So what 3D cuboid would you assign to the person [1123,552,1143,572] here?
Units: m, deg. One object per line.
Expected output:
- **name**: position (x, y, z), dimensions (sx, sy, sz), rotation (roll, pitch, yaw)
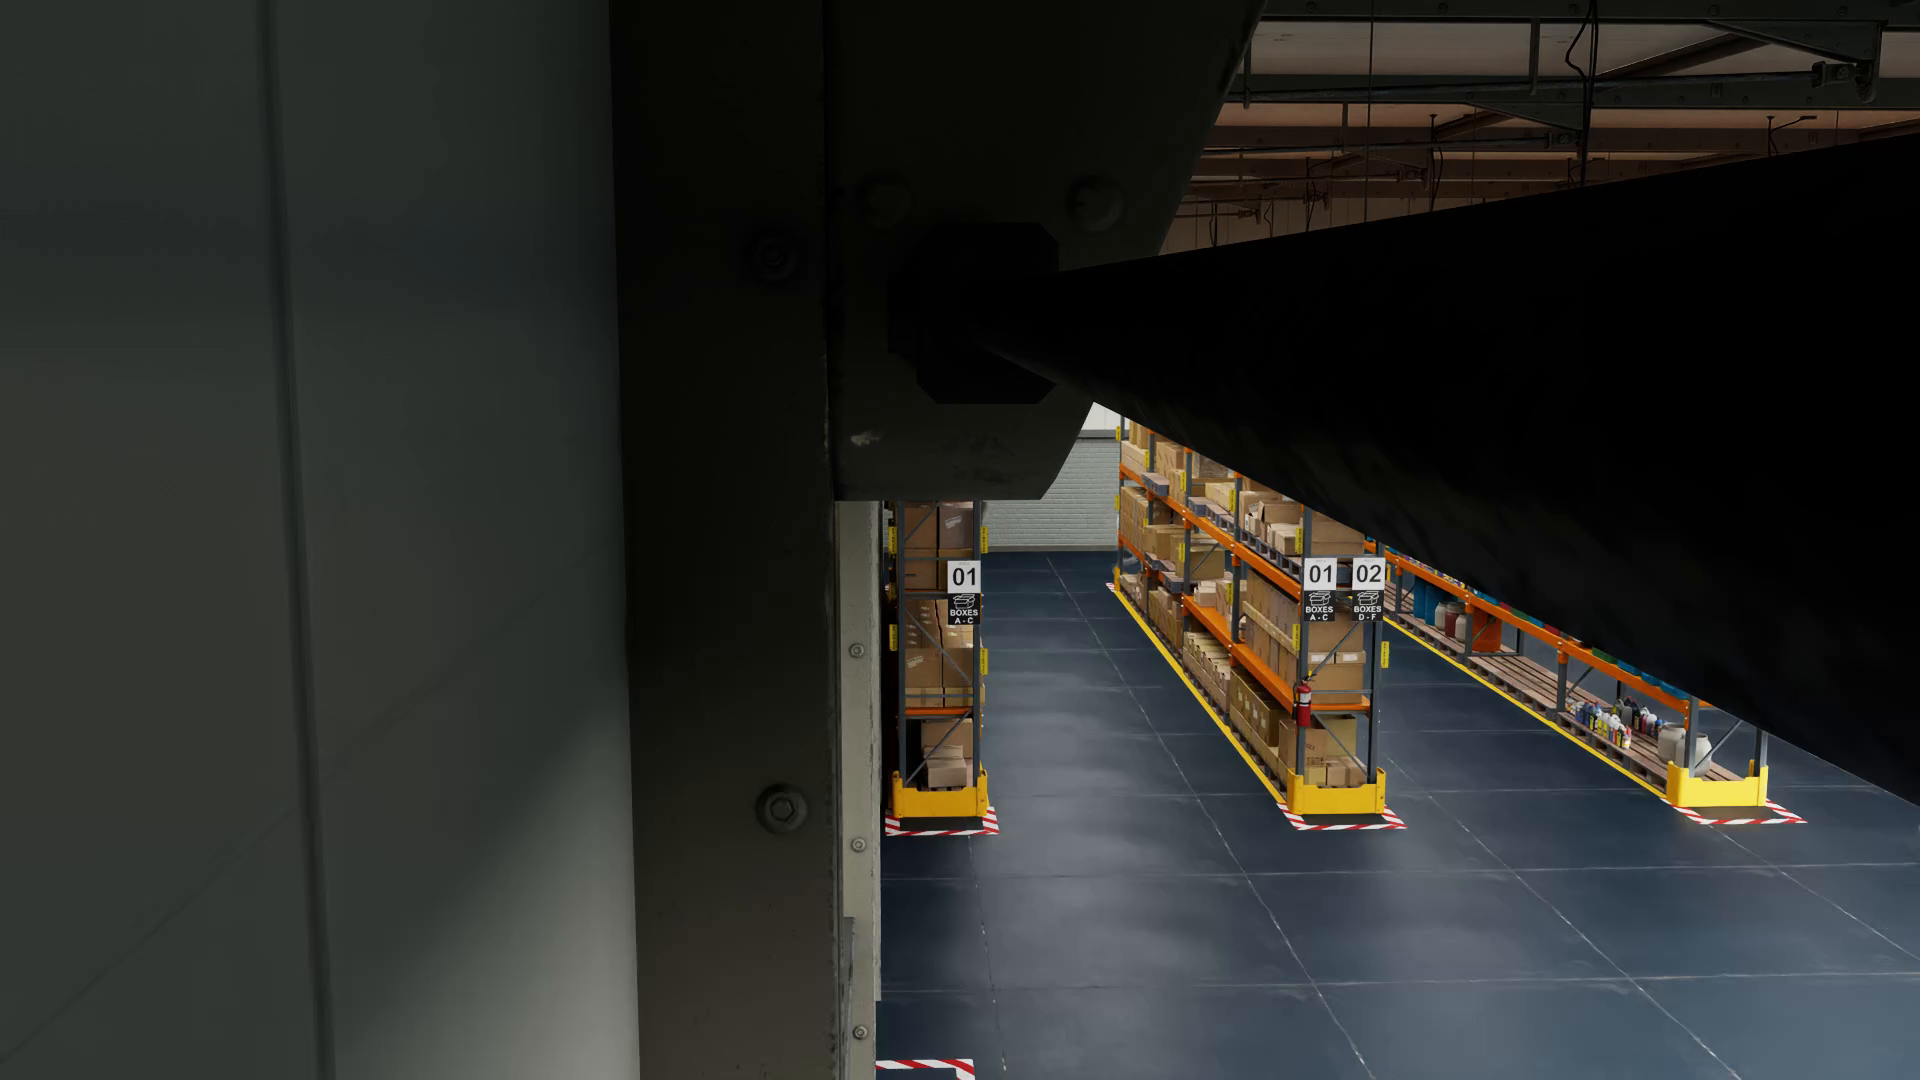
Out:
- **person**: position (4.051, 0.002, 37.928), dimensions (0.758, 1.734, 0.559), rotation (6, 10, 35)
